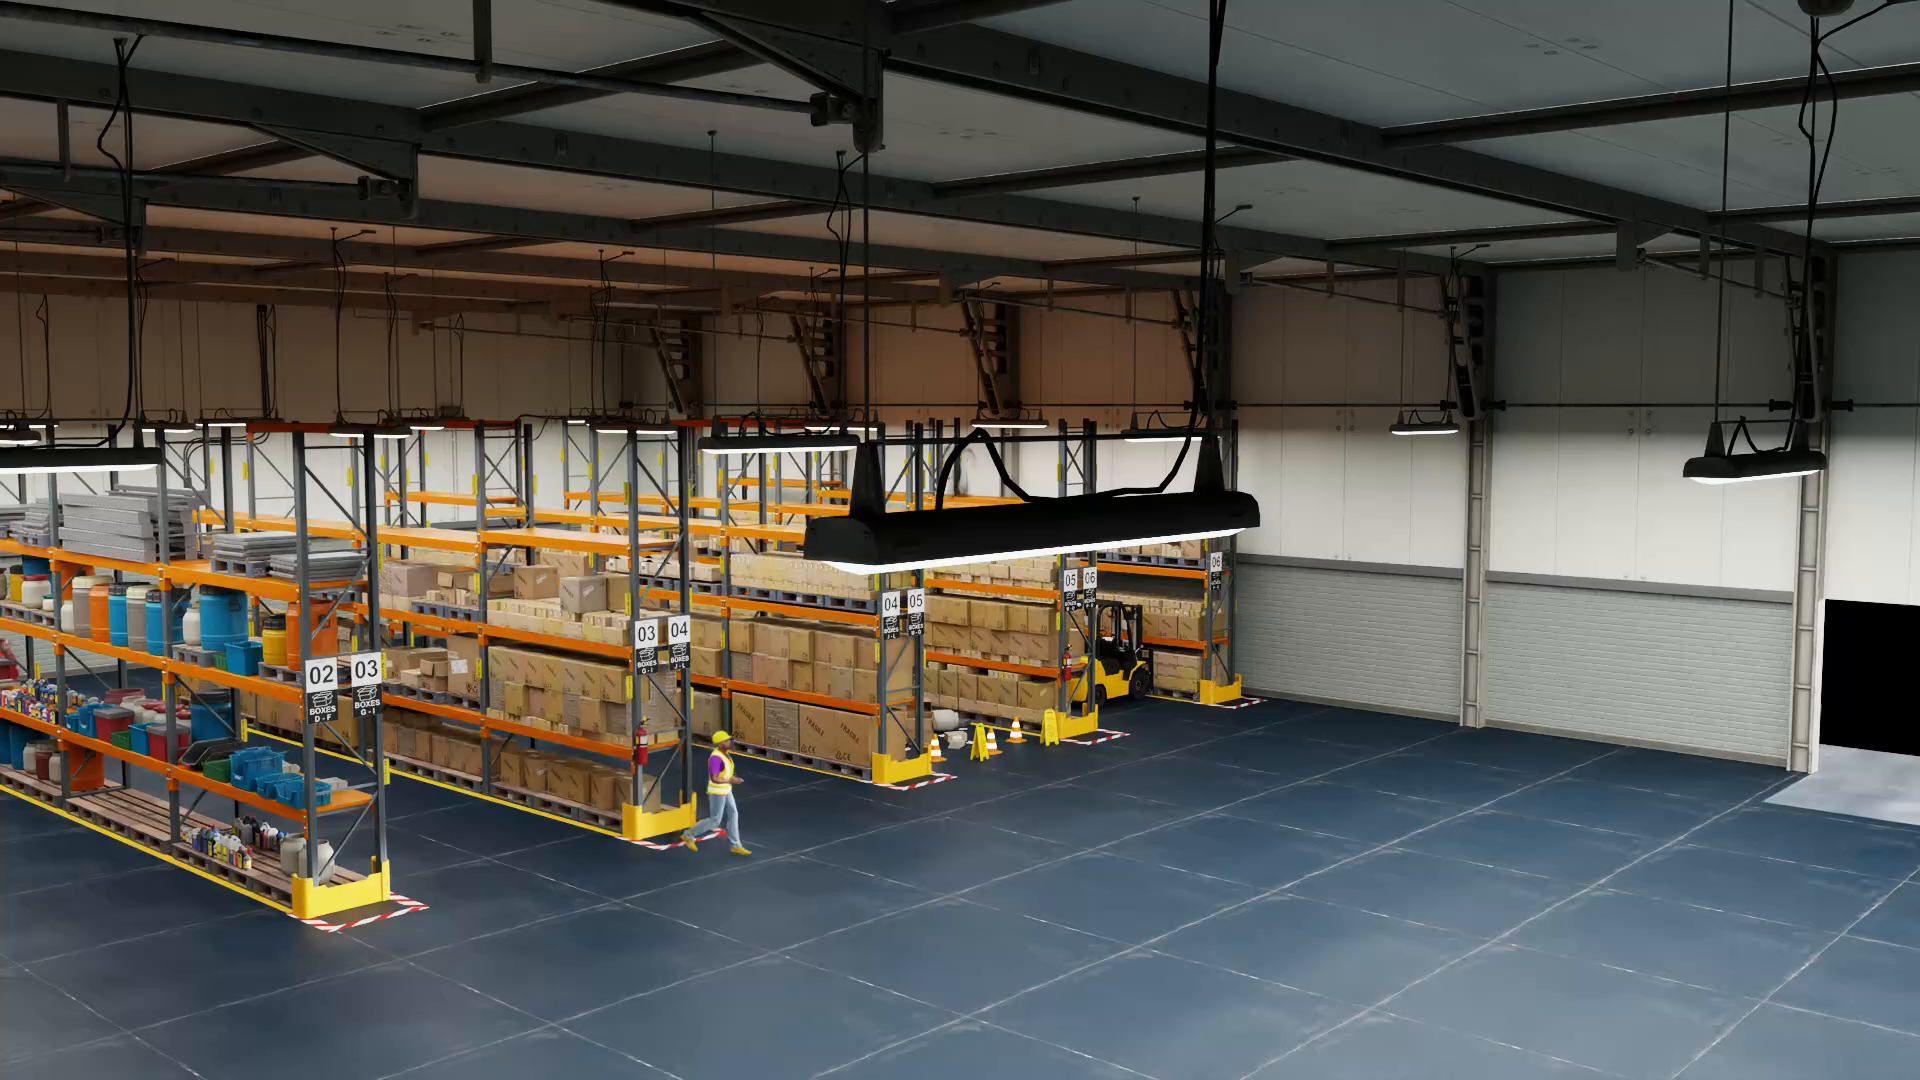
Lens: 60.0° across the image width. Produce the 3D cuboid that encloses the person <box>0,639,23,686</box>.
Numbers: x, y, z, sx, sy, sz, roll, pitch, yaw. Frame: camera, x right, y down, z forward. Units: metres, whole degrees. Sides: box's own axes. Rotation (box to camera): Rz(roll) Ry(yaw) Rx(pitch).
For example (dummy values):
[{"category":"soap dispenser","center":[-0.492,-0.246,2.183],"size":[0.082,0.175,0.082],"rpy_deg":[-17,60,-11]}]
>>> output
[{"category":"person","center":[-18.743,2.801,32.669],"size":[0.855,1.739,0.644],"rpy_deg":[1,5,11]}]

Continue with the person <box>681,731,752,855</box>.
[{"category":"person","center":[-3.404,3.548,23.294],"size":[0.969,1.770,0.710],"rpy_deg":[0,5,5]}]

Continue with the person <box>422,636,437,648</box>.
[{"category":"person","center":[-12.853,2.232,40.371],"size":[0.489,1.614,0.655],"rpy_deg":[-1,5,-7]}]
